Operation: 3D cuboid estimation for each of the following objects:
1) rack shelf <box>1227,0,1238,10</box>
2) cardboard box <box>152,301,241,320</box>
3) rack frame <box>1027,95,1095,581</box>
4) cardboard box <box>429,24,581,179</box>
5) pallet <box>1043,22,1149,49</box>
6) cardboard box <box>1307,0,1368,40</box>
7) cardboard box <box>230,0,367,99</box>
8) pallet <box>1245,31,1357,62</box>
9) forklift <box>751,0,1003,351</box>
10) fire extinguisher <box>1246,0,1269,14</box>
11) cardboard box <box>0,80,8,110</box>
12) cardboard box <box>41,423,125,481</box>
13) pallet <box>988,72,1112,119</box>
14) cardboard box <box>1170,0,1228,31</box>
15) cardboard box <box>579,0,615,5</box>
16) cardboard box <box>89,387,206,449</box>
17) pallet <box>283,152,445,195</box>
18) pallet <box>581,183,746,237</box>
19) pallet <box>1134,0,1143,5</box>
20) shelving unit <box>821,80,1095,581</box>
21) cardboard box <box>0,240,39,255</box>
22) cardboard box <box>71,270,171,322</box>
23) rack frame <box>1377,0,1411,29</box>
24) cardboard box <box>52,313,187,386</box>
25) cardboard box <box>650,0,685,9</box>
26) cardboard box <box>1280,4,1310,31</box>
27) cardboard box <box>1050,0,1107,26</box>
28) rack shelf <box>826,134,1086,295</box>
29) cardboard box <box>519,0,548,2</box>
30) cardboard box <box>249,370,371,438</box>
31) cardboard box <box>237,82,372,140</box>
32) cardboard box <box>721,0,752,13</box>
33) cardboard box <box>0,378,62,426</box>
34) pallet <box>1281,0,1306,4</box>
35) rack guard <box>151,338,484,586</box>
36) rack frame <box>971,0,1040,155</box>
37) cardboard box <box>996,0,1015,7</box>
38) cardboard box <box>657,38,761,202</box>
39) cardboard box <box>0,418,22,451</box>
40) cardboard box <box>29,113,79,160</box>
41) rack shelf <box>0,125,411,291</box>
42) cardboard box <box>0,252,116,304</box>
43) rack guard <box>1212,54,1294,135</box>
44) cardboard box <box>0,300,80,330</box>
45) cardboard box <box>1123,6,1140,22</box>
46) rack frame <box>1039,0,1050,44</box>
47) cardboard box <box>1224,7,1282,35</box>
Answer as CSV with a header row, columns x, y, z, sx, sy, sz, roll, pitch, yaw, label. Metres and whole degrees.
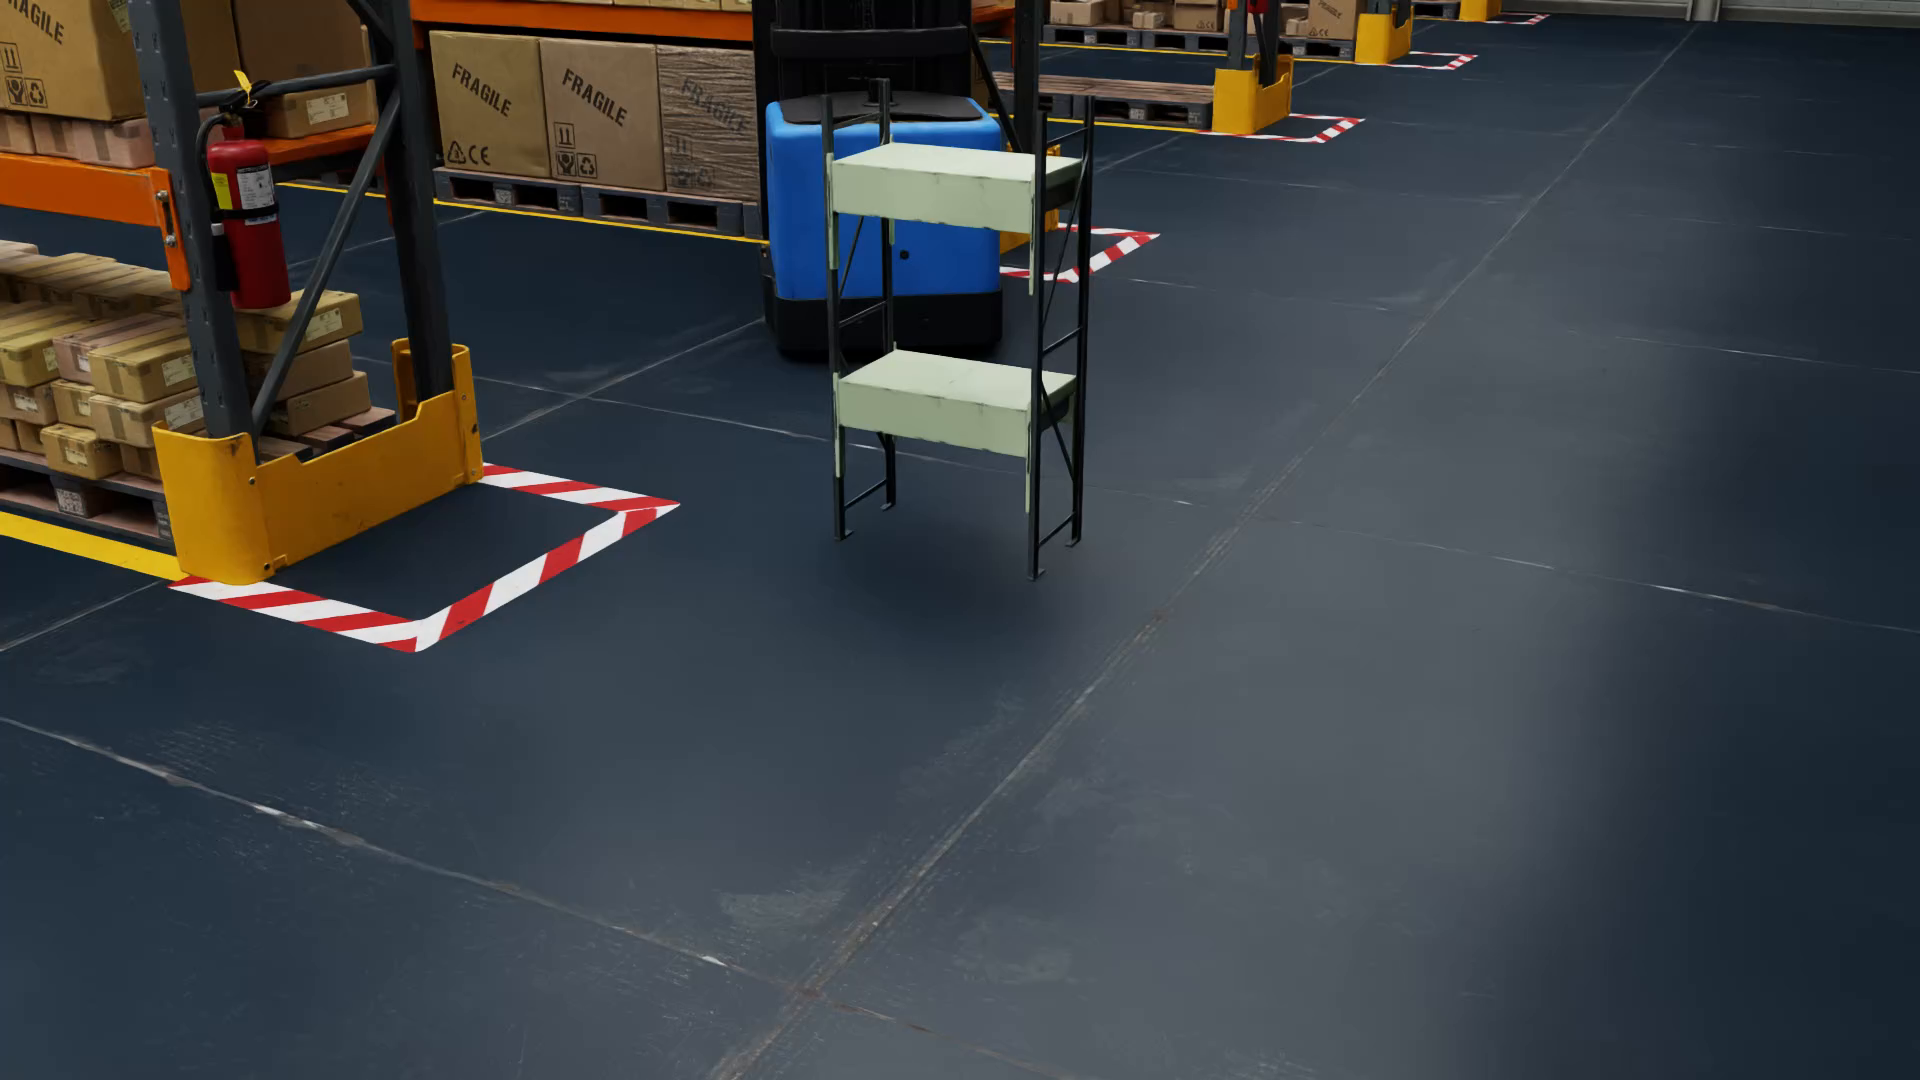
x,y,z,sx,sy,sz,roll,pitch,yaw,label
0.643,-4.910,14.381,4.000,0.370,1.077,11,25,25,rack shelf
-2.749,-0.816,6.182,0.250,0.149,0.380,12,26,25,cardboard box
0.321,-0.627,5.307,0.023,1.500,0.400,11,25,25,rack frame
-2.824,-2.935,10.997,0.875,0.875,0.875,11,25,25,cardboard box
1.709,-5.918,19.397,1.213,0.211,1.003,11,25,25,pallet
4.070,-5.679,17.903,0.500,0.500,0.500,11,25,25,cardboard box
-2.411,-1.802,5.646,0.500,0.500,0.500,13,26,27,cardboard box
3.887,-5.487,18.384,1.213,0.211,1.003,11,25,25,pallet
-0.526,-2.755,8.482,1.130,2.935,3.031,-3,23,-8,forklift
2.358,-4.495,13.062,0.183,0.674,0.296,11,25,25,fire extinguisher
-3.109,-1.708,5.426,0.500,0.500,0.500,11,25,24,cardboard box
-2.974,-0.355,5.858,0.250,0.149,0.380,12,26,26,cardboard box
0.625,-3.979,14.838,1.213,0.211,1.003,11,25,25,pallet
2.776,-6.047,18.764,0.637,0.503,0.797,11,25,25,cardboard box
-2.106,-3.351,10.119,0.250,0.149,0.380,12,26,25,cardboard box
-2.735,-0.455,5.713,0.250,0.149,0.380,10,25,23,cardboard box
-4.099,-2.691,11.807,1.213,0.211,1.003,11,25,25,pallet
-1.640,-2.204,10.663,1.213,0.211,1.003,11,25,25,pallet
2.606,-7.881,24.011,1.213,0.211,1.003,11,25,25,pallet
-0.006,-0.691,5.459,0.755,1.500,0.431,11,25,25,shelving unit
-4.072,-1.128,6.916,0.250,0.149,0.380,10,25,23,cardboard box
-3.175,-0.920,6.427,0.250,0.149,0.380,10,25,22,cardboard box
4.666,-6.617,17.476,0.127,3.000,1.000,11,25,25,rack frame
-2.920,-0.668,5.833,0.250,0.149,0.380,12,26,26,cardboard box
-1.637,-3.260,9.904,0.250,0.149,0.380,12,26,26,cardboard box
3.863,-5.837,18.595,0.500,0.250,0.500,11,25,25,cardboard box
1.374,-6.139,19.225,0.500,0.311,0.500,11,25,25,cardboard box
-0.006,-1.050,5.307,0.720,0.370,0.431,11,25,25,rack shelf
-2.557,-3.442,10.331,0.250,0.149,0.380,10,25,23,cardboard box
-2.458,-0.529,6.267,0.250,0.149,0.380,12,26,26,cardboard box
-2.276,-1.499,5.764,0.250,0.149,0.380,11,25,24,cardboard box
-1.185,-3.170,9.692,0.250,0.149,0.380,11,25,23,cardboard box
-3.199,-0.546,5.928,0.250,0.149,0.380,10,25,22,cardboard box
5.065,-7.394,22.867,1.213,0.211,1.003,11,25,25,pallet
-2.203,-0.306,5.832,0.348,0.500,1.175,11,25,25,rack guard
0.193,-3.158,9.342,0.127,3.000,1.000,11,25,25,rack frame
0.527,-6.362,19.510,0.500,0.500,0.500,11,25,24,cardboard box
-1.226,-2.619,10.254,0.875,0.875,0.875,11,25,25,cardboard box
-3.397,-0.471,6.130,0.250,0.149,0.380,11,26,25,cardboard box
-2.758,-1.344,5.397,0.250,0.149,0.380,11,25,24,cardboard box
-3.920,-1.465,6.282,4.000,0.370,1.077,11,25,25,rack shelf
-3.633,-1.035,6.697,0.250,0.149,0.380,12,26,25,cardboard box
2.455,-3.738,13.900,0.348,0.500,1.175,11,25,25,rack guard
-3.411,-0.737,5.996,0.250,0.149,0.380,10,25,22,cardboard box
2.095,-6.167,19.499,0.250,0.149,0.380,11,25,25,cardboard box
1.097,-7.323,19.137,0.127,3.000,1.000,11,25,25,rack frame
3.236,-5.742,18.371,0.500,0.250,0.500,11,25,25,cardboard box
